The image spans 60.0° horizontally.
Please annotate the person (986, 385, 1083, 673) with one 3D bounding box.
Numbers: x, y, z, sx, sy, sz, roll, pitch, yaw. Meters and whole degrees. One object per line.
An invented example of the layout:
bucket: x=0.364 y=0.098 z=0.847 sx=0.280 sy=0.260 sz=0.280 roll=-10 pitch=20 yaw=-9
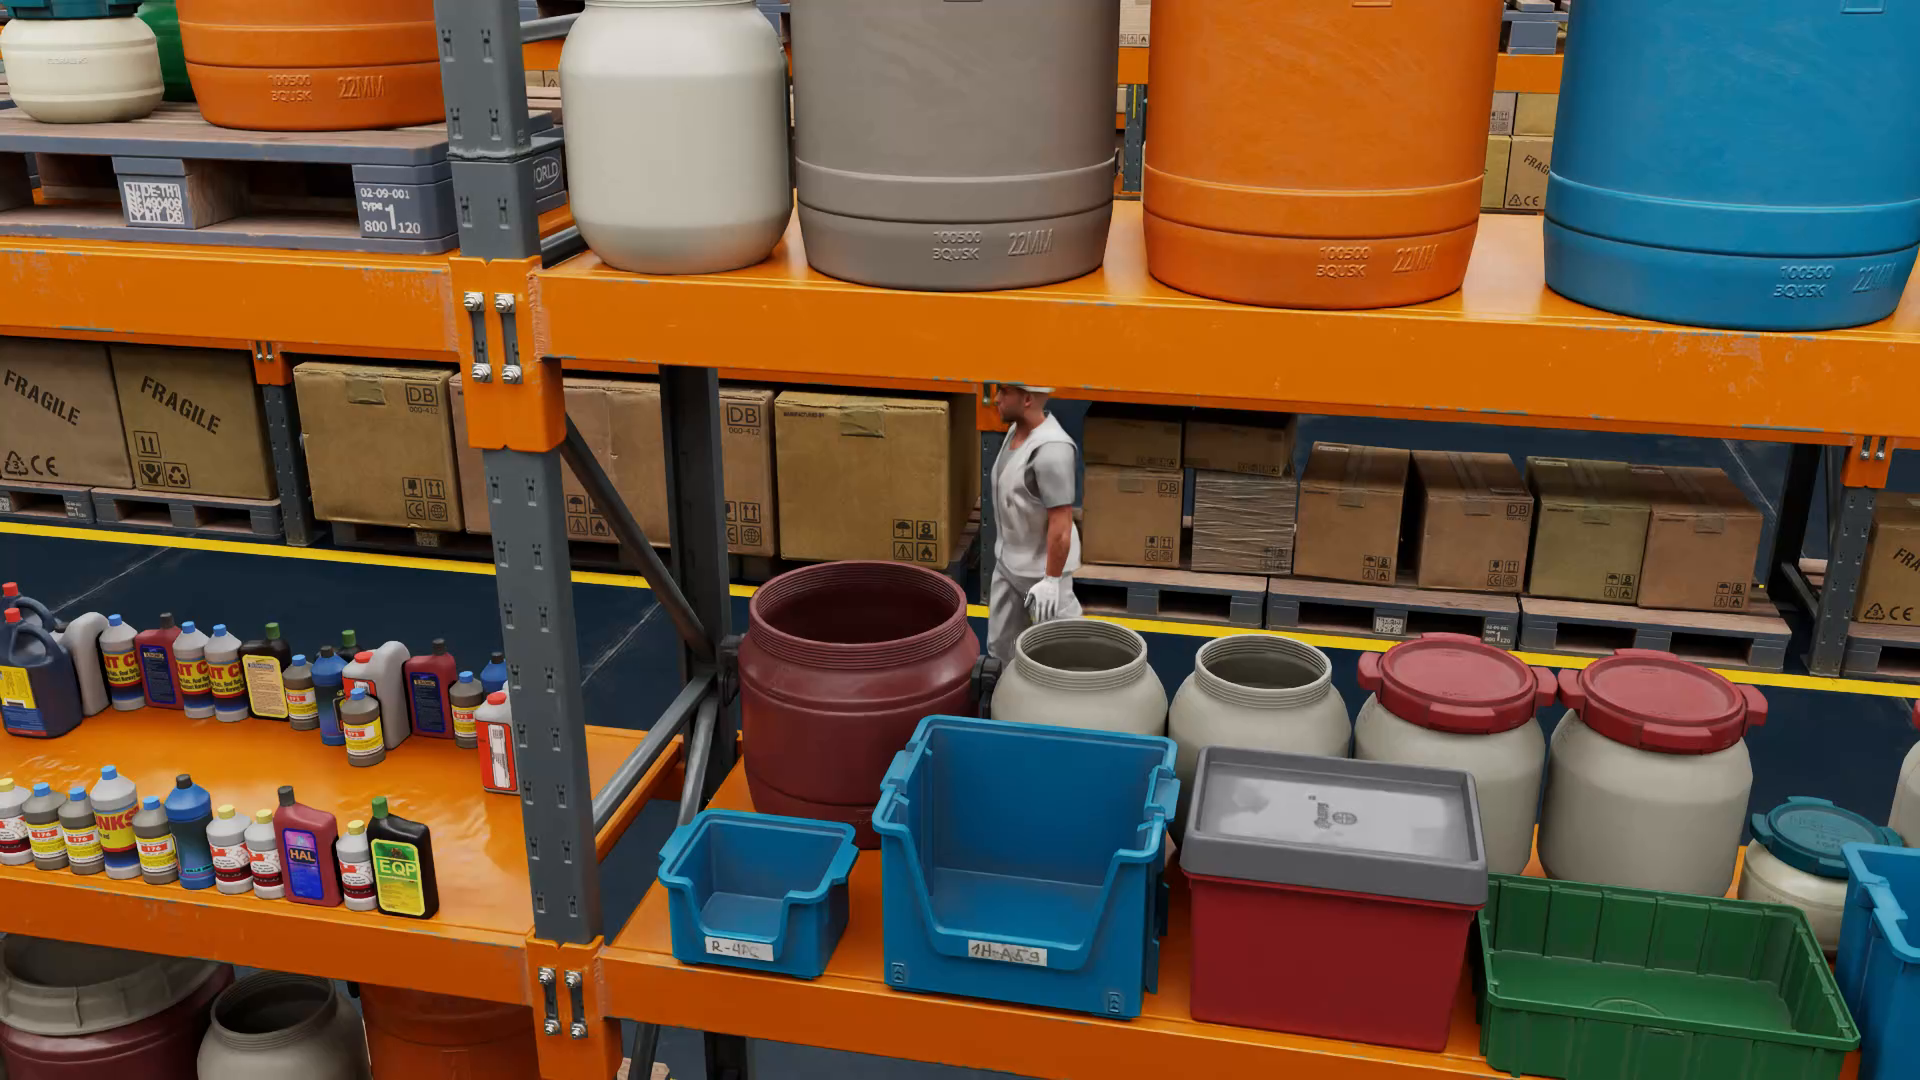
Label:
person: x=0.349 y=0.100 z=6.806 sx=0.605 sy=1.779 sz=0.628 roll=-7 pitch=22 yaw=-18
